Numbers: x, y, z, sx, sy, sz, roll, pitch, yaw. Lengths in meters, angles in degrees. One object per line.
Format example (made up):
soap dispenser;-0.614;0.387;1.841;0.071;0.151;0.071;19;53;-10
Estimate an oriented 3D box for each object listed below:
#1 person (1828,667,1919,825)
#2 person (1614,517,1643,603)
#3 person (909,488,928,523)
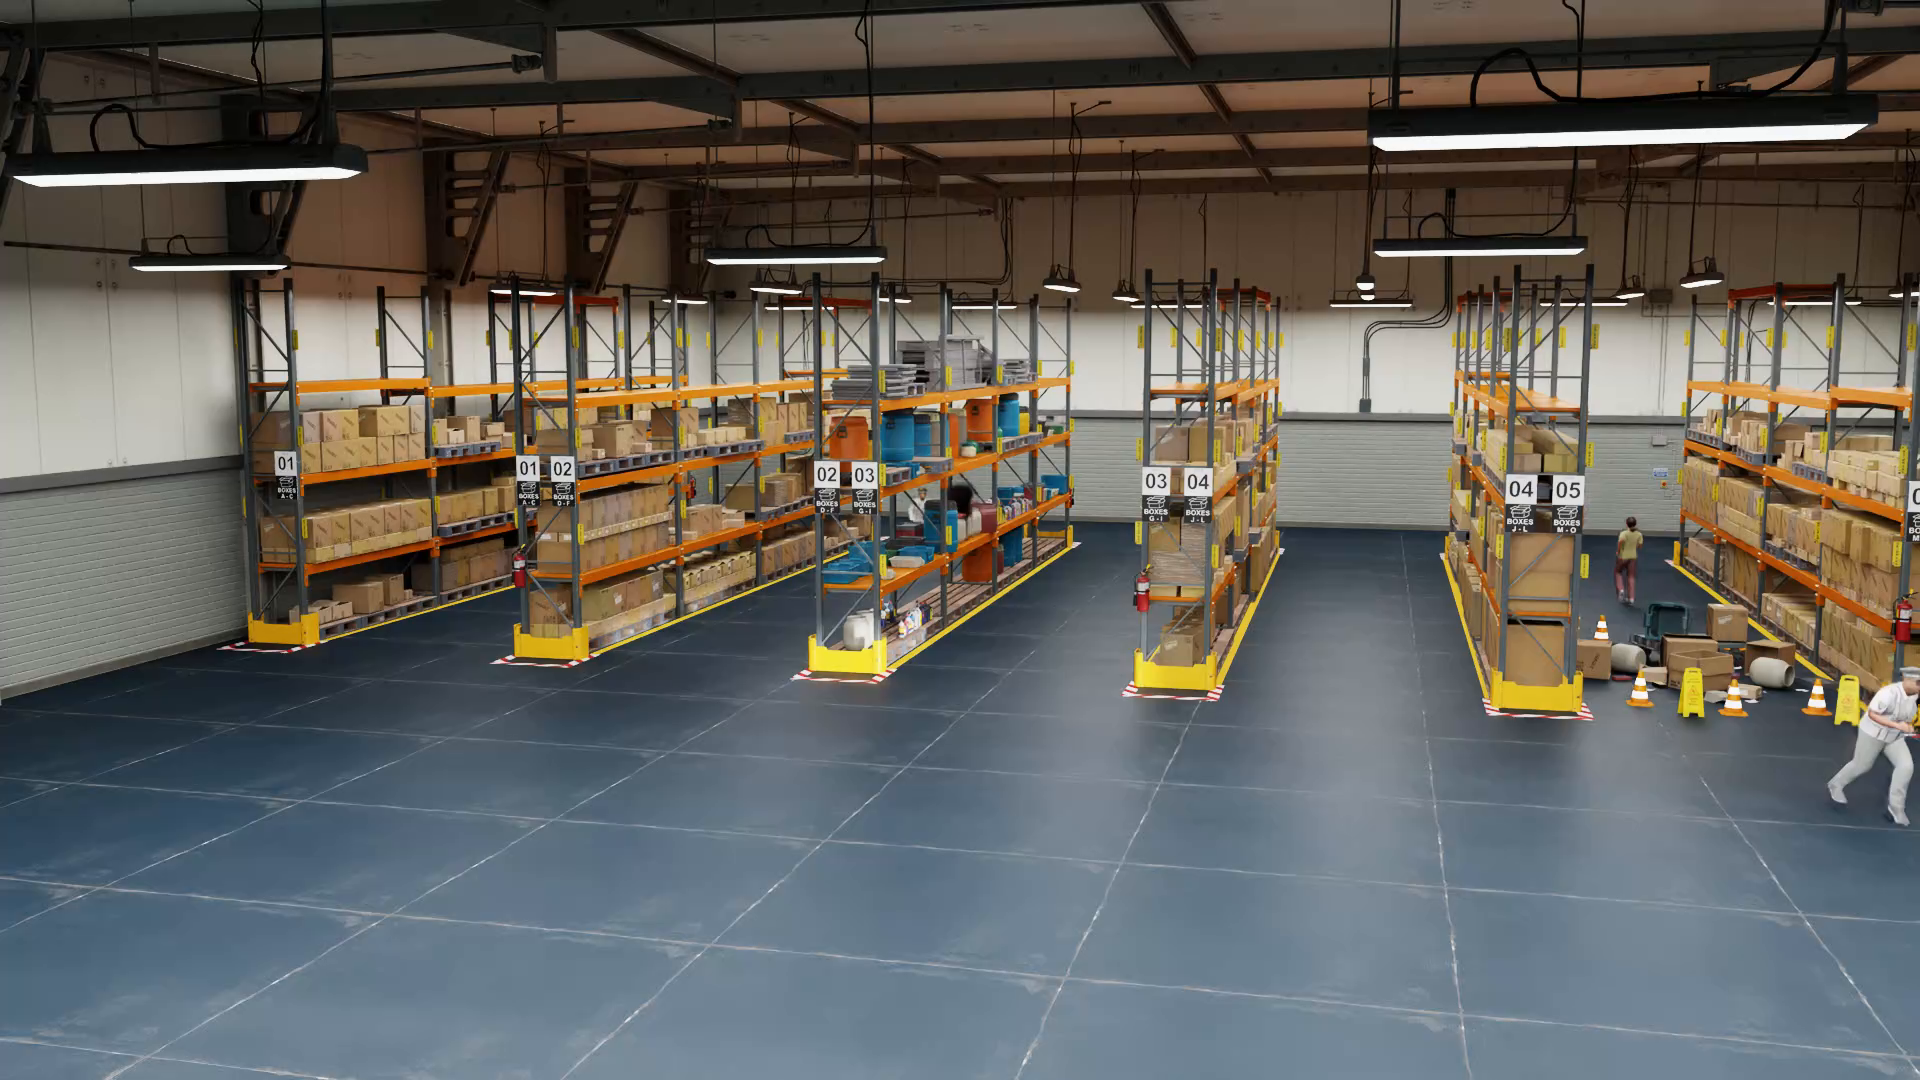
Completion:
person;9.698;2.115;17.586;0.708;1.721;1.019;-3;7;-23
person;12.717;0.377;31.689;0.549;1.656;0.655;0;7;3
person;-0.871;-0.397;38.481;0.633;1.671;0.782;1;7;10
